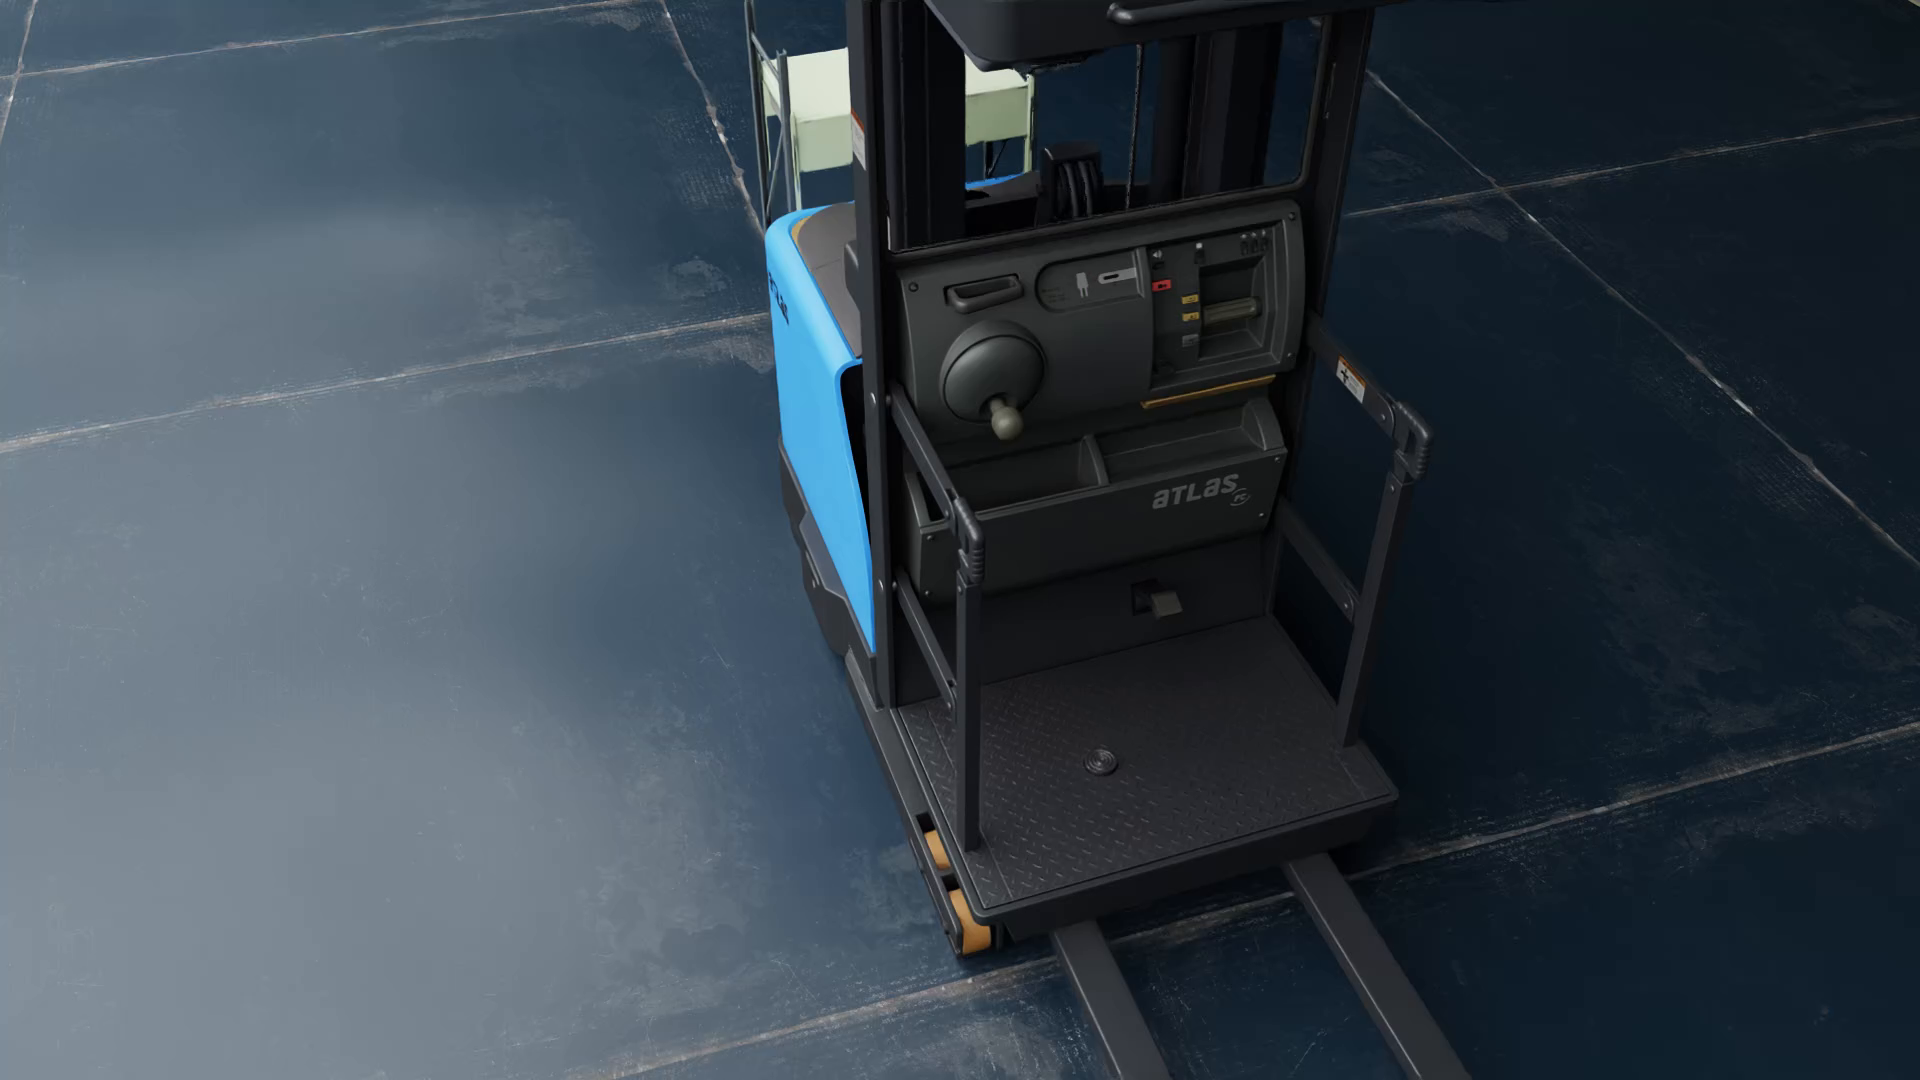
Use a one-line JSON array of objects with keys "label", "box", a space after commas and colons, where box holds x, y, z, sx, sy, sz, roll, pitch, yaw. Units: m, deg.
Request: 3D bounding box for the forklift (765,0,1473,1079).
[{"label": "forklift", "box": [0.398, -0.396, 3.475, 1.130, 2.935, 3.031, -13, 43, -14]}]

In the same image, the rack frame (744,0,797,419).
[{"label": "rack frame", "box": [-0.541, -0.862, 5.097, 0.023, 1.500, 0.400, -13, 43, -15]}]

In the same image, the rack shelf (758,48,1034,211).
[{"label": "rack shelf", "box": [-0.196, -1.237, 4.933, 0.720, 0.370, 0.431, -13, 43, -15]}]

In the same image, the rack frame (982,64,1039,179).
[{"label": "rack frame", "box": [0.149, -1.024, 5.282, 0.023, 1.500, 0.400, -13, 43, -15]}]

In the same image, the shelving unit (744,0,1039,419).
[{"label": "shelving unit", "box": [-0.196, -0.943, 5.189, 0.755, 1.500, 0.431, -13, 43, -15]}]
